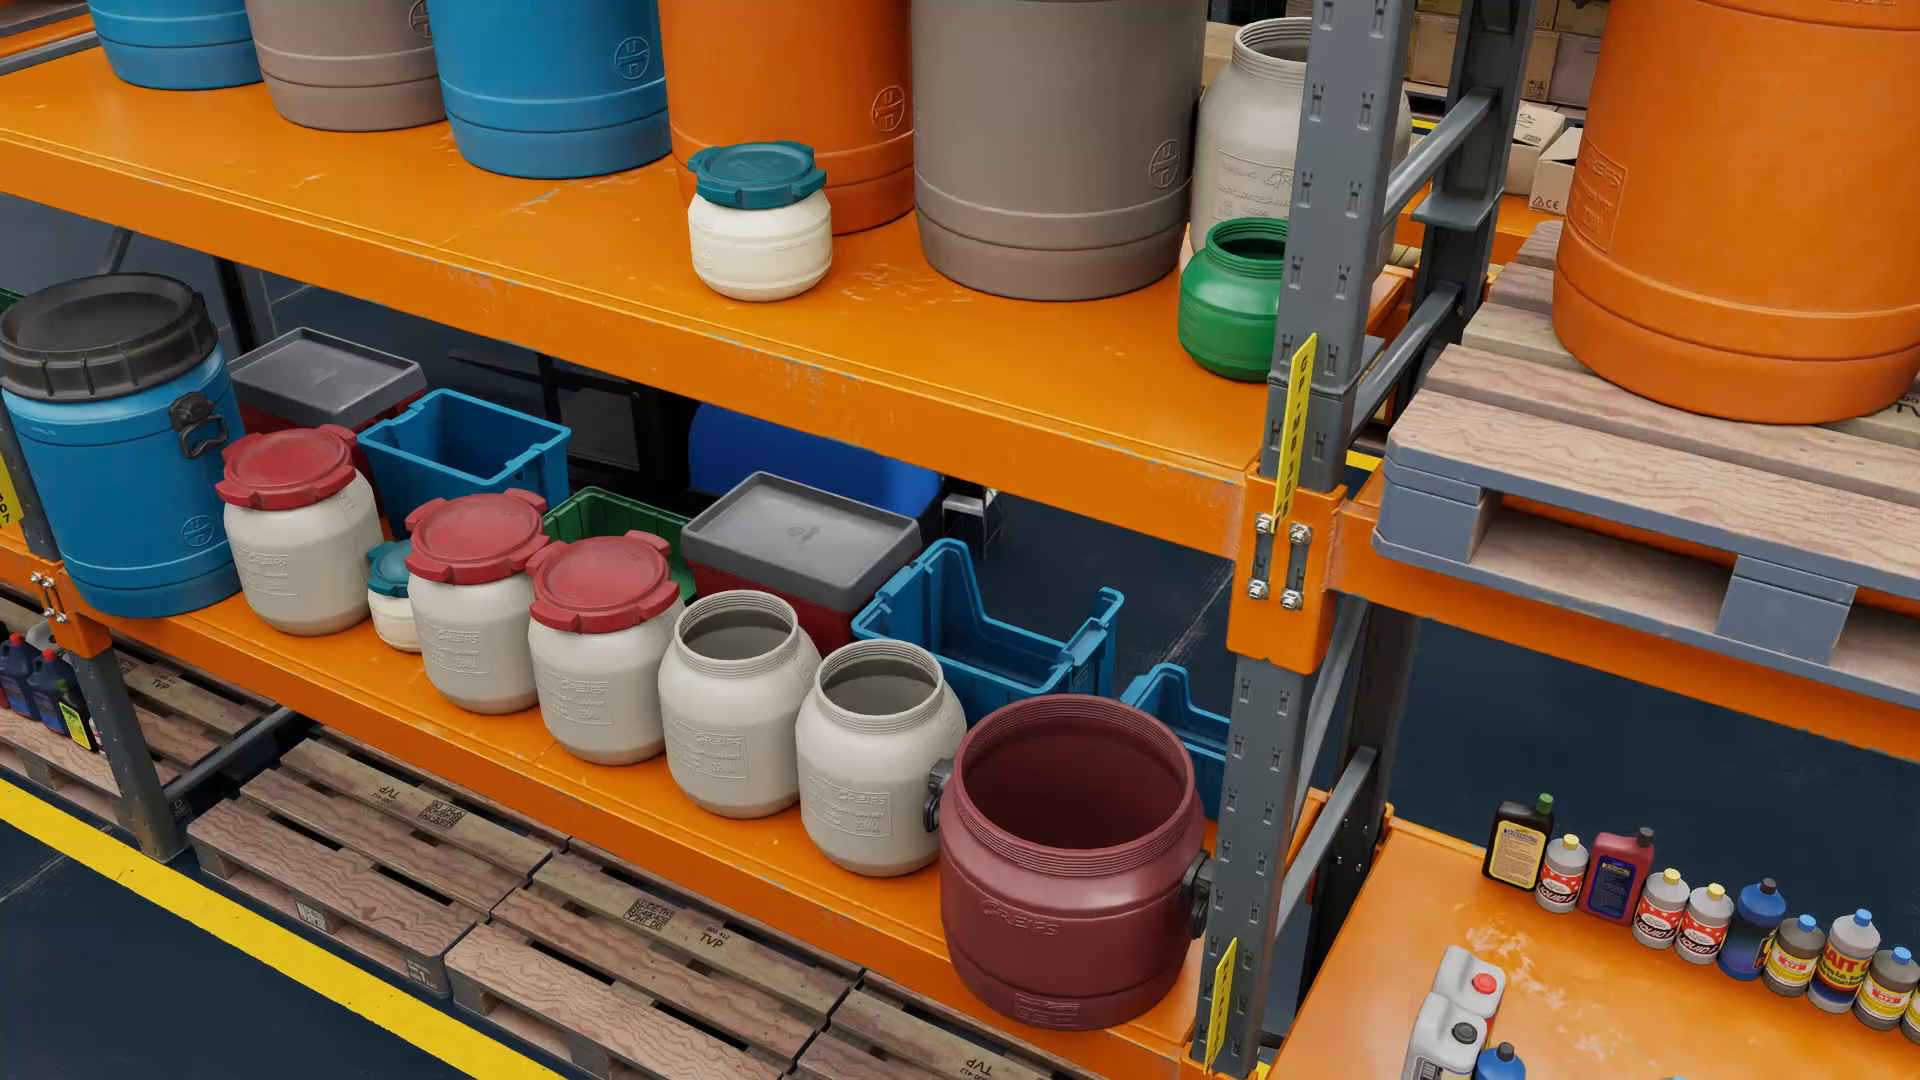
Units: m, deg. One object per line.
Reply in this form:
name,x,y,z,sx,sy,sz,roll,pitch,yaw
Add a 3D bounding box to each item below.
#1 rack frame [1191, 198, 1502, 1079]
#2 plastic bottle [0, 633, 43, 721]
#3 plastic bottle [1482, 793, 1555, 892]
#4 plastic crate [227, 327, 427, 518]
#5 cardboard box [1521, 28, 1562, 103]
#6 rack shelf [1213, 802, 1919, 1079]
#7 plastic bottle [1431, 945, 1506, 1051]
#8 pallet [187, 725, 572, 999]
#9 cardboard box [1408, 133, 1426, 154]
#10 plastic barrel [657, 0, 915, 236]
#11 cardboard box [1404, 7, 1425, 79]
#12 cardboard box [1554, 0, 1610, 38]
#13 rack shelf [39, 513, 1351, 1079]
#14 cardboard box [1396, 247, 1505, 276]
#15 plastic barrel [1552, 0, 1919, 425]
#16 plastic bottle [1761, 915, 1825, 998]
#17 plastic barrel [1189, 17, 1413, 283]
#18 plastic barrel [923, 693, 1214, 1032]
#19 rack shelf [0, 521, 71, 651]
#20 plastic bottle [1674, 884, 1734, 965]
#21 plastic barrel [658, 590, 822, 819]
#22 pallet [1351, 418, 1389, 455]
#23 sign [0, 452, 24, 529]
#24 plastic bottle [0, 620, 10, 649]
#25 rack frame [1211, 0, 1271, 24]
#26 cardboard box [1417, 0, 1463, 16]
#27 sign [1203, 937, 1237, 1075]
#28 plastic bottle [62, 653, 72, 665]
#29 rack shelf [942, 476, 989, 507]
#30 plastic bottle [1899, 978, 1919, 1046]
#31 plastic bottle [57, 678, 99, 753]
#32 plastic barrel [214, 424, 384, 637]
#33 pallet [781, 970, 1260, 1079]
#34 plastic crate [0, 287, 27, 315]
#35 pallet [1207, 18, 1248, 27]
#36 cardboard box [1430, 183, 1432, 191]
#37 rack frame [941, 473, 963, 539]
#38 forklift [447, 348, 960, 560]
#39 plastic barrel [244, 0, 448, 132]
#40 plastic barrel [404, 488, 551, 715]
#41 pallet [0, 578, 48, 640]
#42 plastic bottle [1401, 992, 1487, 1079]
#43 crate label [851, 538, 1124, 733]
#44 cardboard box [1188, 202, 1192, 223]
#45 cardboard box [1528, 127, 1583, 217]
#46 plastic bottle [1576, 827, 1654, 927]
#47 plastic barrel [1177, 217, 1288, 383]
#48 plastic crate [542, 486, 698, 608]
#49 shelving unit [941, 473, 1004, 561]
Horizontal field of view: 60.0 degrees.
rack frame,0.805,0.769,3.889,0.127,3.000,1.000,18,37,24
plastic bottle,-3.536,0.497,6.290,0.185,0.351,0.144,16,37,22
plastic bottle,1.368,0.723,4.063,0.133,0.283,0.061,18,37,24
plastic crate,-2.095,-0.372,5.544,0.583,0.464,0.402,18,37,24
cardboard box,4.235,-3.635,12.360,0.500,0.500,0.700,17,37,24
rack shelf,2.542,1.618,3.262,4.000,0.370,1.077,18,37,24
plastic bottle,1.096,1.022,3.621,0.135,0.276,0.152,18,37,24
pallet,-1.966,1.027,6.018,1.213,0.211,1.003,18,37,24
cardboard box,2.131,-1.833,8.023,0.250,0.149,0.380,21,39,28
plastic barrel,-0.368,-1.169,3.705,0.708,0.830,0.600,18,37,24
cardboard box,3.369,-3.929,12.802,0.500,0.500,0.700,17,37,23
cardboard box,4.606,-3.813,11.952,0.500,0.250,0.500,18,38,25
rack shelf,-0.931,0.518,4.914,4.000,0.370,1.077,18,37,24
cardboard box,2.497,-1.303,8.597,0.500,0.311,0.500,17,37,23
plastic barrel,1.297,-0.676,2.586,0.708,0.830,0.600,18,37,24
plastic bottle,1.913,0.942,3.809,0.097,0.201,0.097,0,34,0
plastic barrel,0.688,-0.759,3.376,0.421,0.512,0.421,0,34,0
plastic barrel,0.252,0.730,3.824,0.708,0.536,0.600,18,37,24
rack shelf,-4.404,-0.582,6.566,4.000,0.370,1.077,18,37,24
plastic bottle,1.744,0.888,3.889,0.097,0.201,0.097,0,34,0
plastic barrel,-0.559,0.426,4.303,0.421,0.512,0.421,0,34,0
pallet,2.571,-0.698,8.608,1.213,0.211,1.003,18,37,24
sign,-2.950,-0.185,5.071,0.005,0.325,0.100,18,37,24
plastic bottle,-3.788,0.380,6.527,0.133,0.283,0.061,18,37,24
rack frame,2.248,-5.099,12.700,0.127,3.000,1.000,18,37,24
cardboard box,3.733,-4.098,12.380,0.500,0.250,0.500,16,37,23
sign,0.539,0.968,3.443,0.005,0.325,0.100,18,37,24
plastic bottle,-3.298,0.481,6.315,0.185,0.351,0.144,18,37,24
rack shelf,0.060,-0.261,7.552,0.200,0.077,0.258,13,36,19
plastic bottle,2.167,1.022,3.688,0.097,0.201,0.097,0,34,0
plastic bottle,-3.249,0.643,6.132,0.133,0.283,0.061,20,38,27
plastic barrel,-1.946,-0.019,4.950,0.433,0.535,0.433,0,34,0
pallet,0.152,1.698,5.010,1.213,0.211,1.003,18,37,24
plastic crate,-3.706,-0.752,6.364,0.662,0.188,0.450,18,37,24
pallet,1.648,-4.106,13.725,1.213,0.211,1.003,18,37,24
cardboard box,2.348,-1.624,7.708,0.250,0.149,0.380,18,37,24
rack frame,-0.034,-0.385,7.517,0.006,0.900,0.240,13,36,19
forklift,-1.438,-1.556,7.442,3.031,2.935,1.130,13,36,19
plastic barrel,-1.550,-1.573,4.247,0.600,0.901,0.600,0,34,0
plastic barrel,-1.309,0.183,4.647,0.433,0.535,0.433,0,34,0
pallet,-4.293,0.290,7.124,1.213,0.211,1.003,18,37,24
plastic bottle,1.021,1.095,3.511,0.135,0.276,0.152,18,37,24
crate label,0.077,0.351,4.485,0.616,0.435,0.502,18,37,24
cardboard box,1.174,-1.726,9.231,0.500,0.311,0.500,17,37,24
cardboard box,2.972,-1.698,7.674,0.500,0.311,0.500,20,39,27
plastic bottle,1.569,0.787,3.967,0.133,0.283,0.061,18,37,24
plastic barrel,0.566,-0.458,3.166,0.294,0.245,0.294,0,34,0
plastic crate,-1.015,0.100,5.084,0.662,0.188,0.450,18,37,24
shelving unit,0.060,-0.364,7.484,0.210,0.900,0.258,13,36,19
